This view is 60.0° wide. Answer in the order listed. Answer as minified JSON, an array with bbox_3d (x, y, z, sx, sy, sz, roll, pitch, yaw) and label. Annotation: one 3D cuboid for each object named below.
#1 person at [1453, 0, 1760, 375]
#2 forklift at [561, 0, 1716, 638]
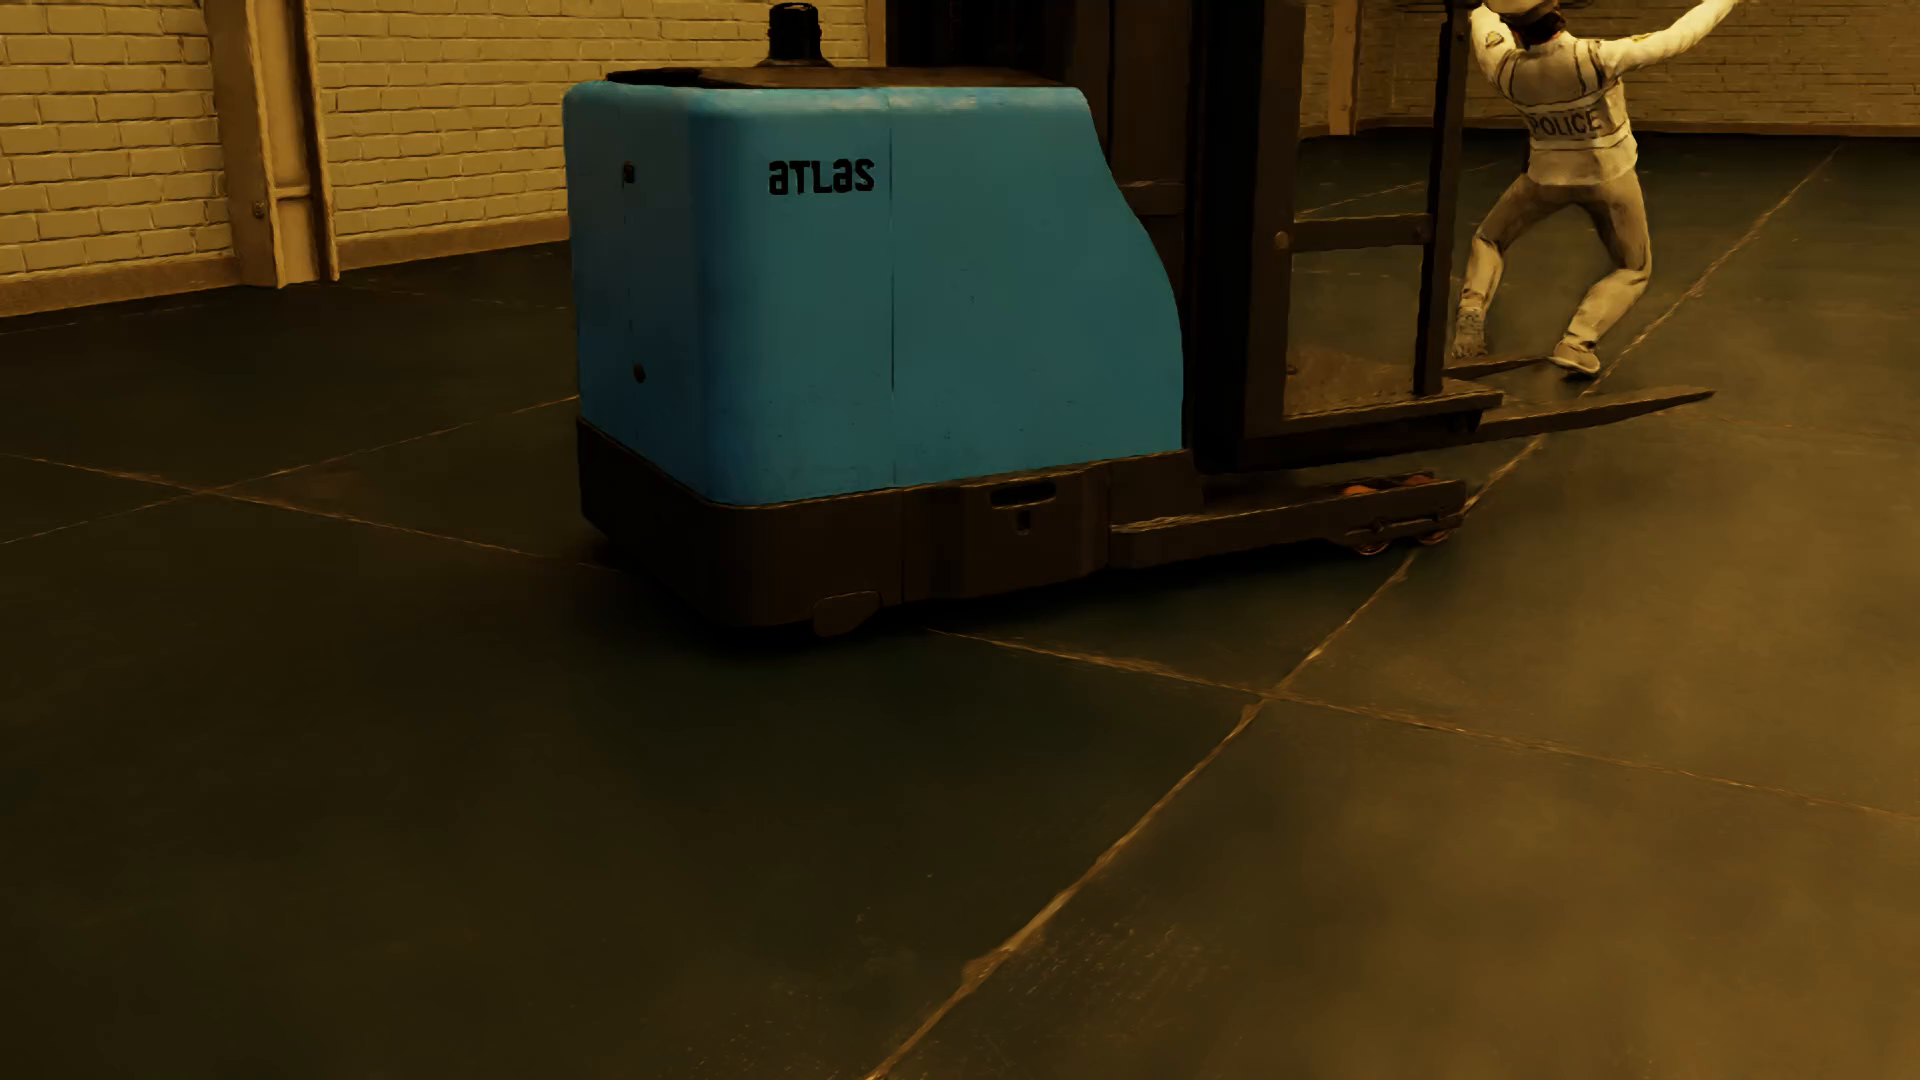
[{"bbox_3d":[2.184,-1.330,5.774,0.936,1.537,0.692,9,19,29],"label":"person"},{"bbox_3d":[0.635,-1.490,3.912,3.031,2.935,1.130,-9,19,-27],"label":"forklift"}]
